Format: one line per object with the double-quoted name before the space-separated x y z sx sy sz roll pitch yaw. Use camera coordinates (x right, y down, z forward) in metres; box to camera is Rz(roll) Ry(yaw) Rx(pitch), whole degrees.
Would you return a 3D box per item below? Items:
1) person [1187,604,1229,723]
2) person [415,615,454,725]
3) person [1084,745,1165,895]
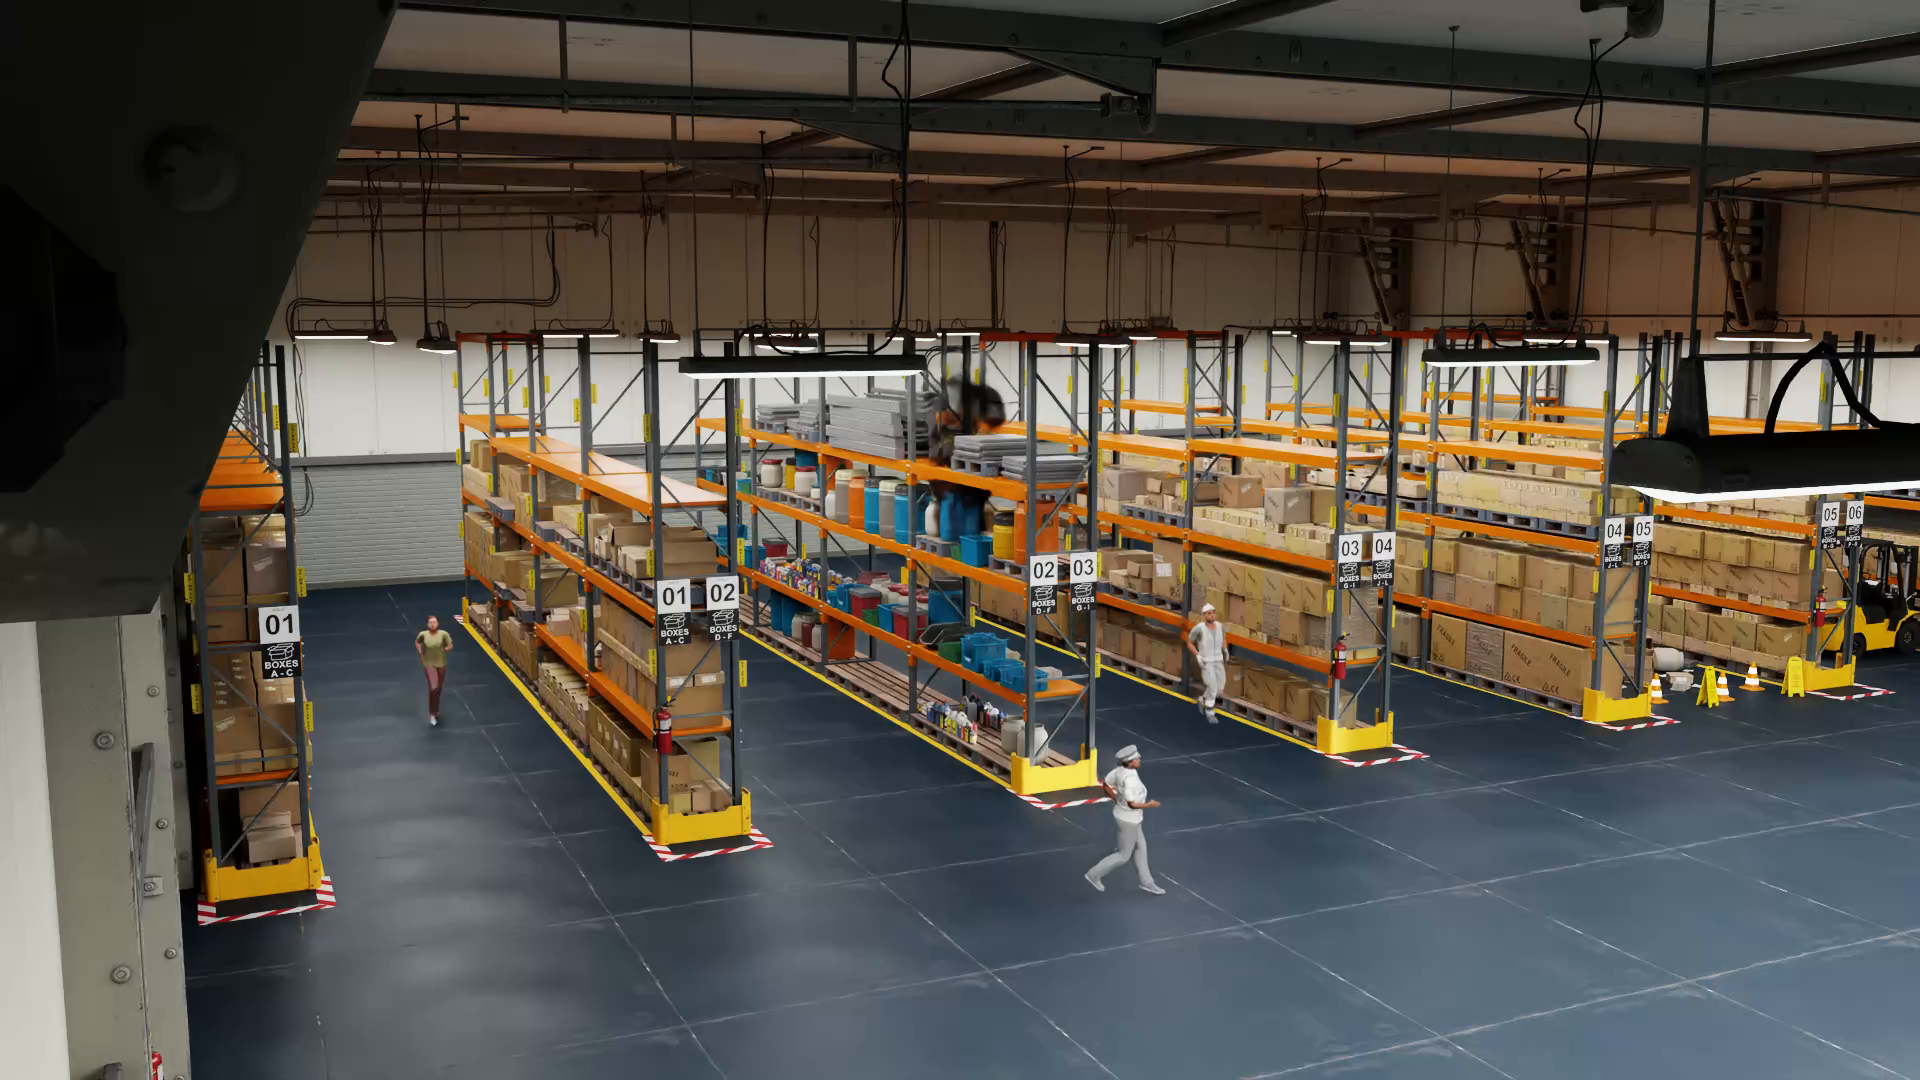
"person" 3.725 1.830 24.872 0.651 1.768 0.573 -3 8 -23
"person" -8.214 2.014 26.074 0.546 1.728 0.723 -4 9 -27
"person" 1.802 3.065 18.090 0.924 1.708 0.579 -1 8 -6
